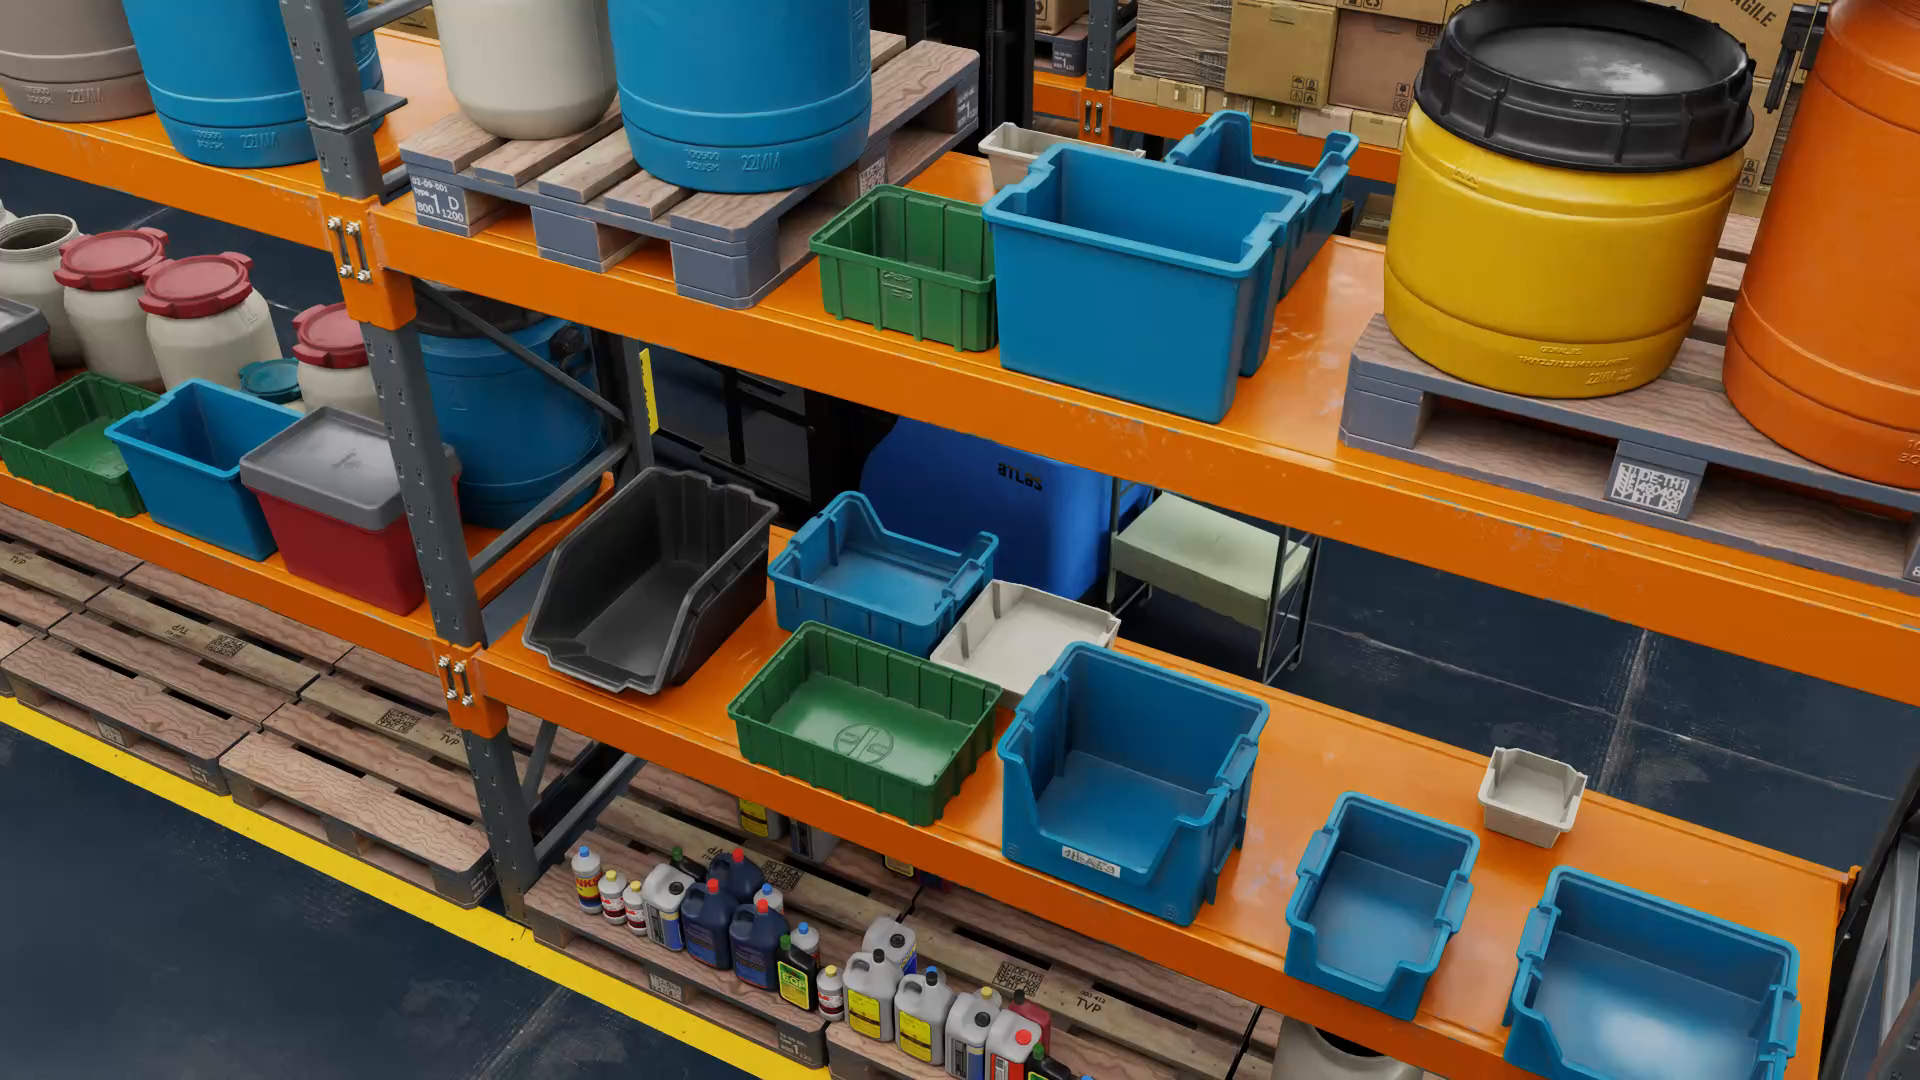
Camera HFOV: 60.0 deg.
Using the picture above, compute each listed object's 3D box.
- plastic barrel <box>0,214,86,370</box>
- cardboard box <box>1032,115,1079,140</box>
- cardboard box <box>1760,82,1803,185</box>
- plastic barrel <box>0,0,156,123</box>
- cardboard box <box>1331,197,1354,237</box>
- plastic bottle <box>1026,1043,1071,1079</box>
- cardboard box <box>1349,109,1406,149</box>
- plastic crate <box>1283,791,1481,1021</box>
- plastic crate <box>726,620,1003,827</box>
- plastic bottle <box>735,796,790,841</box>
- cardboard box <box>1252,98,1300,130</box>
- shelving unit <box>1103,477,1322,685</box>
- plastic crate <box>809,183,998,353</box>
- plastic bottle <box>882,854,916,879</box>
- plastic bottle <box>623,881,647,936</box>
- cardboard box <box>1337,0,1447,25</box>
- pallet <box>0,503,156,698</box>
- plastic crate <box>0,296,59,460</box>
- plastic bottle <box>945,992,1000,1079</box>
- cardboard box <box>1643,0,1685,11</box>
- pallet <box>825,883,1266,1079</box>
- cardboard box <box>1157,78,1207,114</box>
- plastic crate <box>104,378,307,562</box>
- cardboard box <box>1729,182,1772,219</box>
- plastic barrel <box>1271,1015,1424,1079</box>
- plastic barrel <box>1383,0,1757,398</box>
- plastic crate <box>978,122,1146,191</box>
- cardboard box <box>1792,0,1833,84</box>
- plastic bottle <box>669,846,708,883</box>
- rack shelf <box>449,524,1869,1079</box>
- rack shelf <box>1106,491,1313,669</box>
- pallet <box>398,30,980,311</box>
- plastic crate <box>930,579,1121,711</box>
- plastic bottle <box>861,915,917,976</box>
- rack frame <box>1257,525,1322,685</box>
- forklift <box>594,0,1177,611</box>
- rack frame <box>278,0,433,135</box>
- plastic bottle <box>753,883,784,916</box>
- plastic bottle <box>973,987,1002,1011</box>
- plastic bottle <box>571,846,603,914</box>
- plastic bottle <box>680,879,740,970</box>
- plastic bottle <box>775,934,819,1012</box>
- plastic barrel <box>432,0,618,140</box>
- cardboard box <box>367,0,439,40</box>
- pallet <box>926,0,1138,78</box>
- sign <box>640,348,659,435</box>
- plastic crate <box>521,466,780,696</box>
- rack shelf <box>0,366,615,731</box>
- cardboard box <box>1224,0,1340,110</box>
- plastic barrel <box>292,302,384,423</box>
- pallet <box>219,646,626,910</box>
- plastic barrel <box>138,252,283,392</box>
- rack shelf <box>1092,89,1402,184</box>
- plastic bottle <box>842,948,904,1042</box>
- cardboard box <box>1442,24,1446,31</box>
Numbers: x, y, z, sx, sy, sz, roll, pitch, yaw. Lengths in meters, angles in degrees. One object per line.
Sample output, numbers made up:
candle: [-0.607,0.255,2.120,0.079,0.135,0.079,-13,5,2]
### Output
plastic barrel: [-3.509,-0.959,6.440,0.421,0.512,0.421,0,37,0]
cardboard box: [0.400,-2.112,9.755,0.500,0.500,0.700,14,39,18]
cardboard box: [4.011,-1.964,7.528,0.500,0.500,0.875,17,41,21]
plastic barrel: [-2.475,-1.692,4.603,0.600,0.901,0.600,0,37,0]
cardboard box: [1.784,-1.634,9.142,0.500,0.500,0.500,-30,47,-34]
plastic bottle: [0.265,1.630,5.005,0.133,0.283,0.061,18,41,23]
cardboard box: [2.109,-2.095,8.236,0.250,0.149,0.380,17,41,21]
plastic crate: [1.053,0.918,4.182,0.408,0.251,0.499,17,41,21]
plastic crate: [-0.267,0.522,4.756,0.662,0.188,0.450,17,41,21]
plastic bottle: [-0.704,0.891,5.923,0.185,0.351,0.144,17,41,21]
cardboard box: [1.665,-2.233,8.419,0.250,0.149,0.380,17,41,21]
shelving unit: [1.031,-0.117,6.660,0.755,1.500,0.431,24,43,27]
plastic crate: [-0.067,-0.617,3.776,0.450,0.188,0.336,17,41,21]
plastic bottle: [-0.205,1.045,5.775,0.133,0.283,0.061,17,41,21]
plastic bottle: [-1.081,1.229,5.601,0.097,0.201,0.097,0,37,0]
cardboard box: [2.106,-2.768,7.759,0.500,0.500,0.500,17,41,21]
pallet: [-4.224,0.144,7.386,1.213,0.211,1.003,17,41,21]
plastic crate: [-3.600,-0.615,6.027,0.583,0.464,0.402,17,41,21]
plastic bottle: [0.042,1.532,5.140,0.135,0.276,0.152,16,40,20]
cardboard box: [2.996,-2.491,7.395,0.500,0.500,0.500,17,41,21]
pallet: [0.322,1.567,5.511,1.213,0.211,1.003,17,41,21]
cardboard box: [1.204,-2.352,8.576,0.250,0.149,0.380,17,41,21]
plastic crate: [-2.465,-0.224,5.578,0.575,0.384,0.392,17,41,21]
cardboard box: [3.672,-1.618,7.609,0.250,0.149,0.380,17,41,21]
plastic barrel: [1.145,1.563,4.920,0.421,0.512,0.421,0,37,0]
plastic barrel: [1.139,-0.665,3.161,0.600,0.588,0.600,0,37,0]
plastic crate: [0.269,-0.952,4.260,0.396,0.136,0.243,17,41,21]
cardboard box: [3.885,-2.215,7.031,0.500,0.500,0.500,17,41,21]
plastic bottle: [-0.913,1.157,5.627,0.133,0.283,0.061,17,41,21]
rack shelf: [0.433,0.752,4.874,4.000,0.370,1.077,17,41,21]
rack shelf: [1.029,0.142,6.858,0.720,0.370,0.431,24,43,27]
pallet: [-0.657,-1.062,4.344,1.003,0.211,1.213,17,41,21]
plastic crate: [0.216,0.329,5.053,0.437,0.136,0.530,17,41,21]
plastic bottle: [-0.226,1.350,5.380,0.135,0.276,0.152,17,41,21]
rack frame: [1.330,0.013,6.493,0.023,1.500,0.400,24,43,27]
forklift: [-0.513,-1.388,7.154,3.031,2.935,1.130,23,43,27]
rack frame: [-1.343,-2.481,3.575,0.127,3.000,1.000,17,41,21]
plastic bottle: [-0.632,1.243,5.524,0.097,0.271,0.097,0,37,0]
plastic bottle: [0.083,1.490,5.257,0.097,0.201,0.097,0,37,0]
plastic bottle: [-1.261,1.144,5.654,0.097,0.271,0.097,0,37,0]
plastic bottle: [-0.817,1.236,5.468,0.185,0.351,0.144,18,41,23]
plastic bottle: [-0.522,1.384,5.329,0.133,0.283,0.061,19,41,23]
plastic barrel: [-1.051,-1.272,4.025,0.421,0.512,0.421,0,37,0]
cardboard box: [-3.220,-3.386,11.140,0.875,0.875,1.225,16,40,19]
pallet: [0.323,-2.964,9.333,1.213,0.211,1.003,17,41,21]
sign: [-1.080,-0.494,5.690,0.005,0.325,0.100,17,41,21]
plastic crate: [-0.936,0.147,5.126,0.504,0.338,0.767,17,41,21]
rack shelf: [-3.119,-0.361,6.339,4.000,0.370,1.077,17,41,21]
cardboard box: [1.734,-2.592,8.355,0.500,0.500,0.875,17,41,21]
plastic barrel: [-2.091,-0.529,5.854,0.433,0.535,0.433,0,37,0]
pallet: [-2.058,0.822,6.492,1.213,0.211,1.003,17,41,21]
plastic barrel: [-2.743,-0.733,6.122,0.433,0.535,0.433,0,37,0]
rack shelf: [2.711,-1.908,8.377,4.000,0.370,1.077,17,41,21]
plastic bottle: [-0.272,1.407,5.243,0.185,0.351,0.144,17,40,21]
cardboard box: [2.649,-2.346,8.031,0.500,0.500,0.875,17,41,21]
